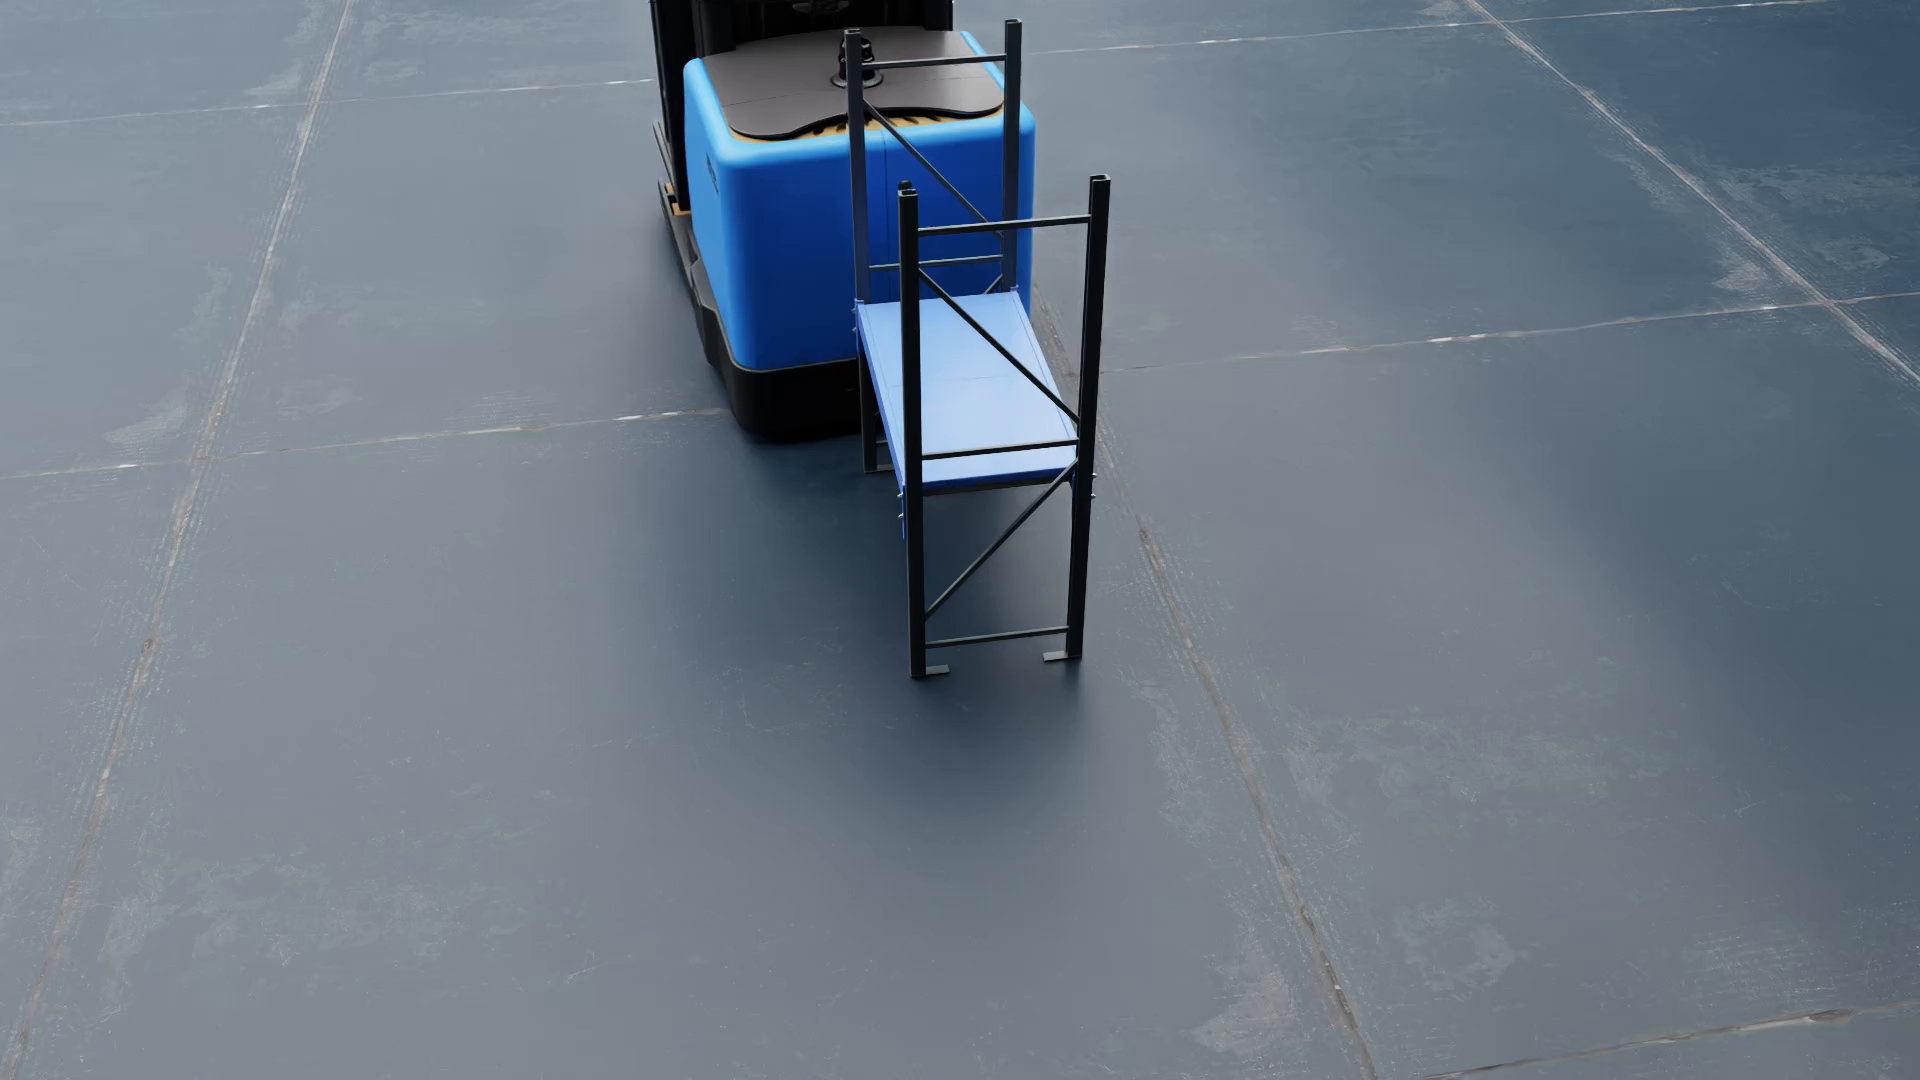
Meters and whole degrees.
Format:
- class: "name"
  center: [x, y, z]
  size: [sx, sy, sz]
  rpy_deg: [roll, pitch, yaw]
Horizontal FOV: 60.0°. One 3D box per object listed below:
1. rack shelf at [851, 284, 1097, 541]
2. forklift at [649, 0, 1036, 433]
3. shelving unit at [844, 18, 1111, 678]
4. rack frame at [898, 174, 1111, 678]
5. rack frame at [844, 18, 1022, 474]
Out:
- class: "rack shelf"
  center: [0.015, -0.399, 4.834]
  size: [0.538, 0.185, 1.000]
  rpy_deg: [-6, 38, -8]
- class: "forklift"
  center: [-0.629, -2.428, 5.986]
  size: [1.130, 2.935, 3.031]
  rpy_deg: [-10, 39, -12]
- class: "shelving unit"
  center: [0.015, -0.541, 4.724]
  size: [0.538, 1.500, 1.048]
  rpy_deg: [-6, 38, -8]
- class: "rack frame"
  center: [0.104, -0.234, 4.328]
  size: [0.500, 1.500, 0.032]
  rpy_deg: [-6, 38, -8]
- class: "rack frame"
  center: [-0.074, -0.848, 5.119]
  size: [0.500, 1.500, 0.032]
  rpy_deg: [-6, 38, -8]
